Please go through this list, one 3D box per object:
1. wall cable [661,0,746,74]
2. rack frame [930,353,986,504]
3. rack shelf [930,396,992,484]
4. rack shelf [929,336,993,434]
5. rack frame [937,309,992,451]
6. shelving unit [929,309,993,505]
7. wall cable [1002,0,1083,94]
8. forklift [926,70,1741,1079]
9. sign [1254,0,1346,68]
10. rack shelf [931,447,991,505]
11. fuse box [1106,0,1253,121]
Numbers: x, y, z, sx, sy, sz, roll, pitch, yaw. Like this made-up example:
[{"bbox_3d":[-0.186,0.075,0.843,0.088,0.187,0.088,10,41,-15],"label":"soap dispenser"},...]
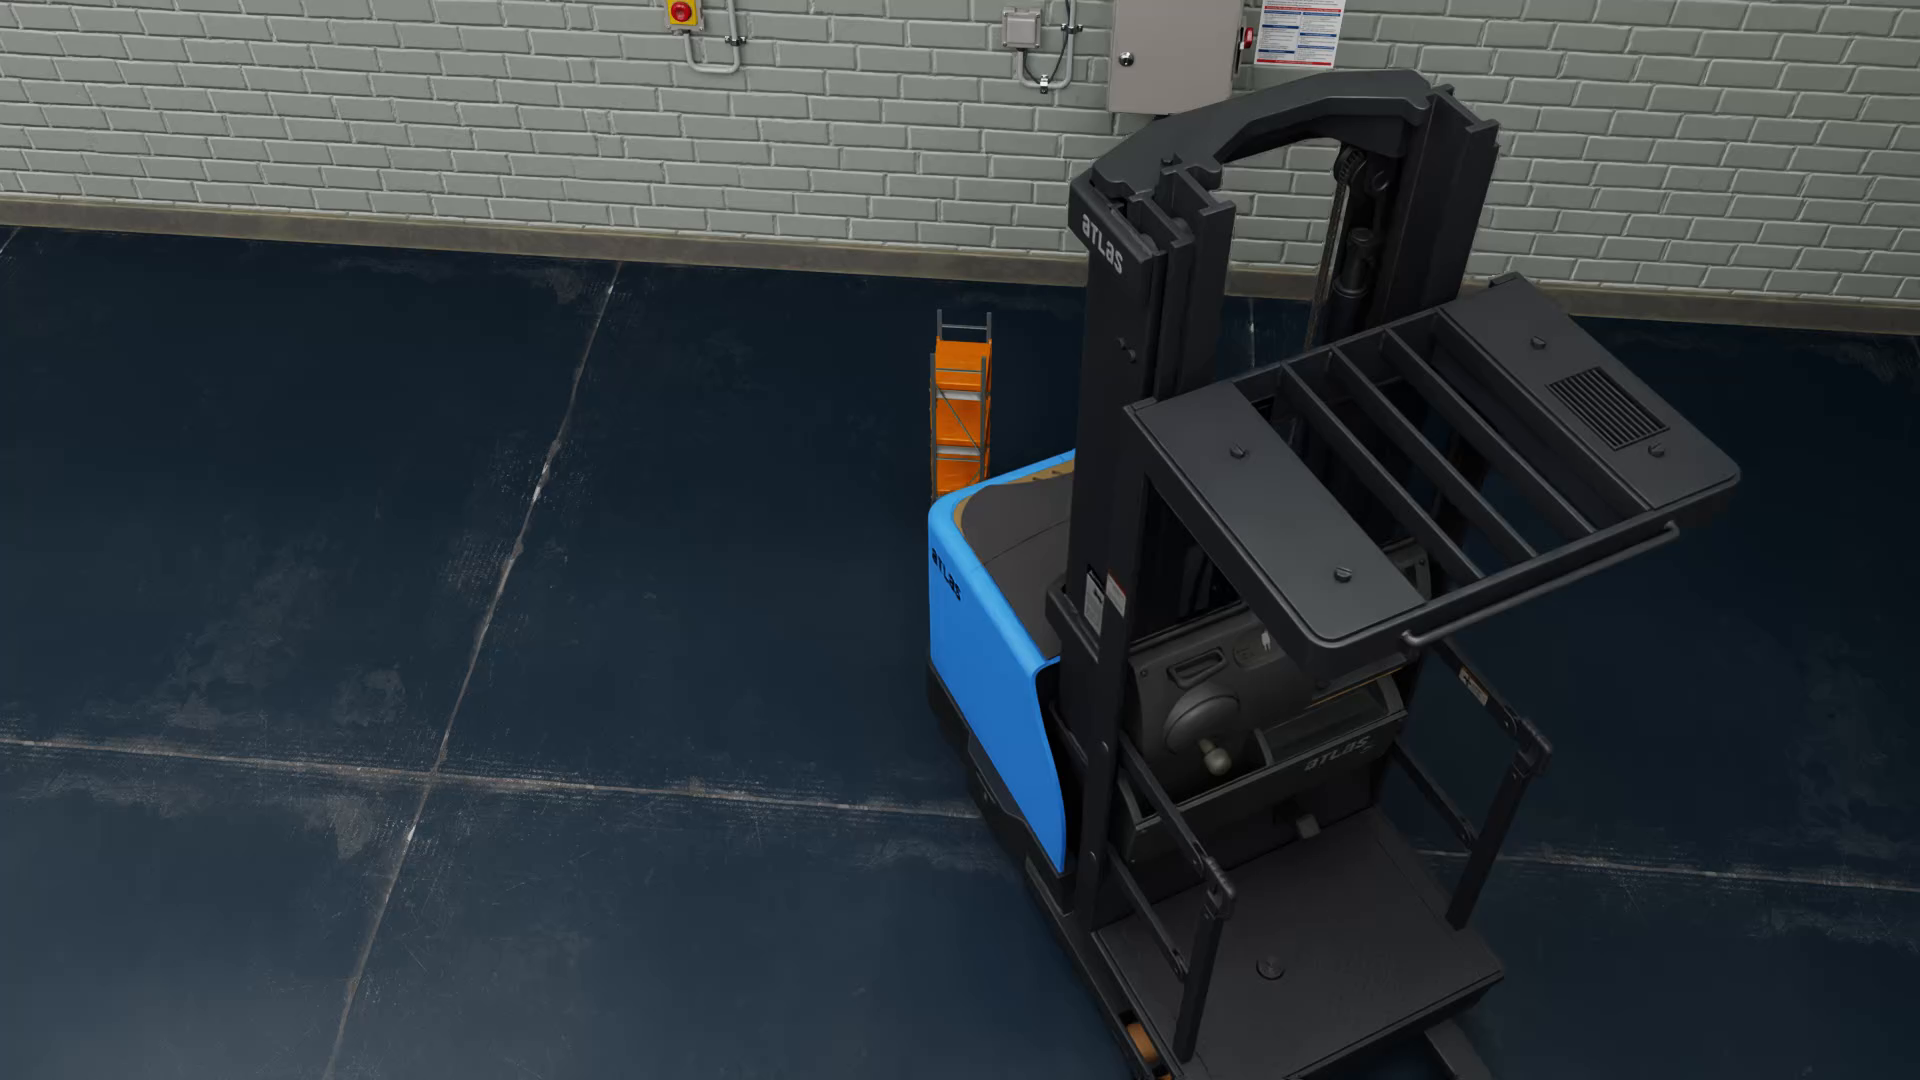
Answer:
[{"bbox_3d":[-1.203,-2.653,6.434,0.585,1.953,0.123,4,48,4],"label":"wall cable"},{"bbox_3d":[-0.006,-0.304,6.317,0.200,1.050,0.008,4,48,4],"label":"rack frame"},{"bbox_3d":[0.005,-0.387,6.406,0.215,0.259,0.240,4,48,4],"label":"rack shelf"},{"bbox_3d":[0.005,-0.578,6.197,0.215,0.259,0.240,4,48,4],"label":"rack shelf"},{"bbox_3d":[0.016,-0.483,6.481,0.200,1.050,0.008,4,48,4],"label":"rack frame"},{"bbox_3d":[0.005,-0.394,6.399,0.215,1.050,0.252,4,48,4],"label":"shelving unit"},{"bbox_3d":[0.211,-2.556,6.366,0.588,1.984,0.122,4,48,4],"label":"wall cable"},{"bbox_3d":[0.978,0.428,4.372,1.130,2.935,3.031,-20,51,-17],"label":"forklift"},{"bbox_3d":[1.386,-2.138,6.737,0.329,0.494,0.001,4,48,4],"label":"sign"},{"bbox_3d":[0.005,-0.199,6.611,0.215,0.259,0.240,4,48,4],"label":"rack shelf"},{"bbox_3d":[0.876,-1.617,7.069,0.539,1.711,0.414,4,48,4],"label":"fuse box"}]
